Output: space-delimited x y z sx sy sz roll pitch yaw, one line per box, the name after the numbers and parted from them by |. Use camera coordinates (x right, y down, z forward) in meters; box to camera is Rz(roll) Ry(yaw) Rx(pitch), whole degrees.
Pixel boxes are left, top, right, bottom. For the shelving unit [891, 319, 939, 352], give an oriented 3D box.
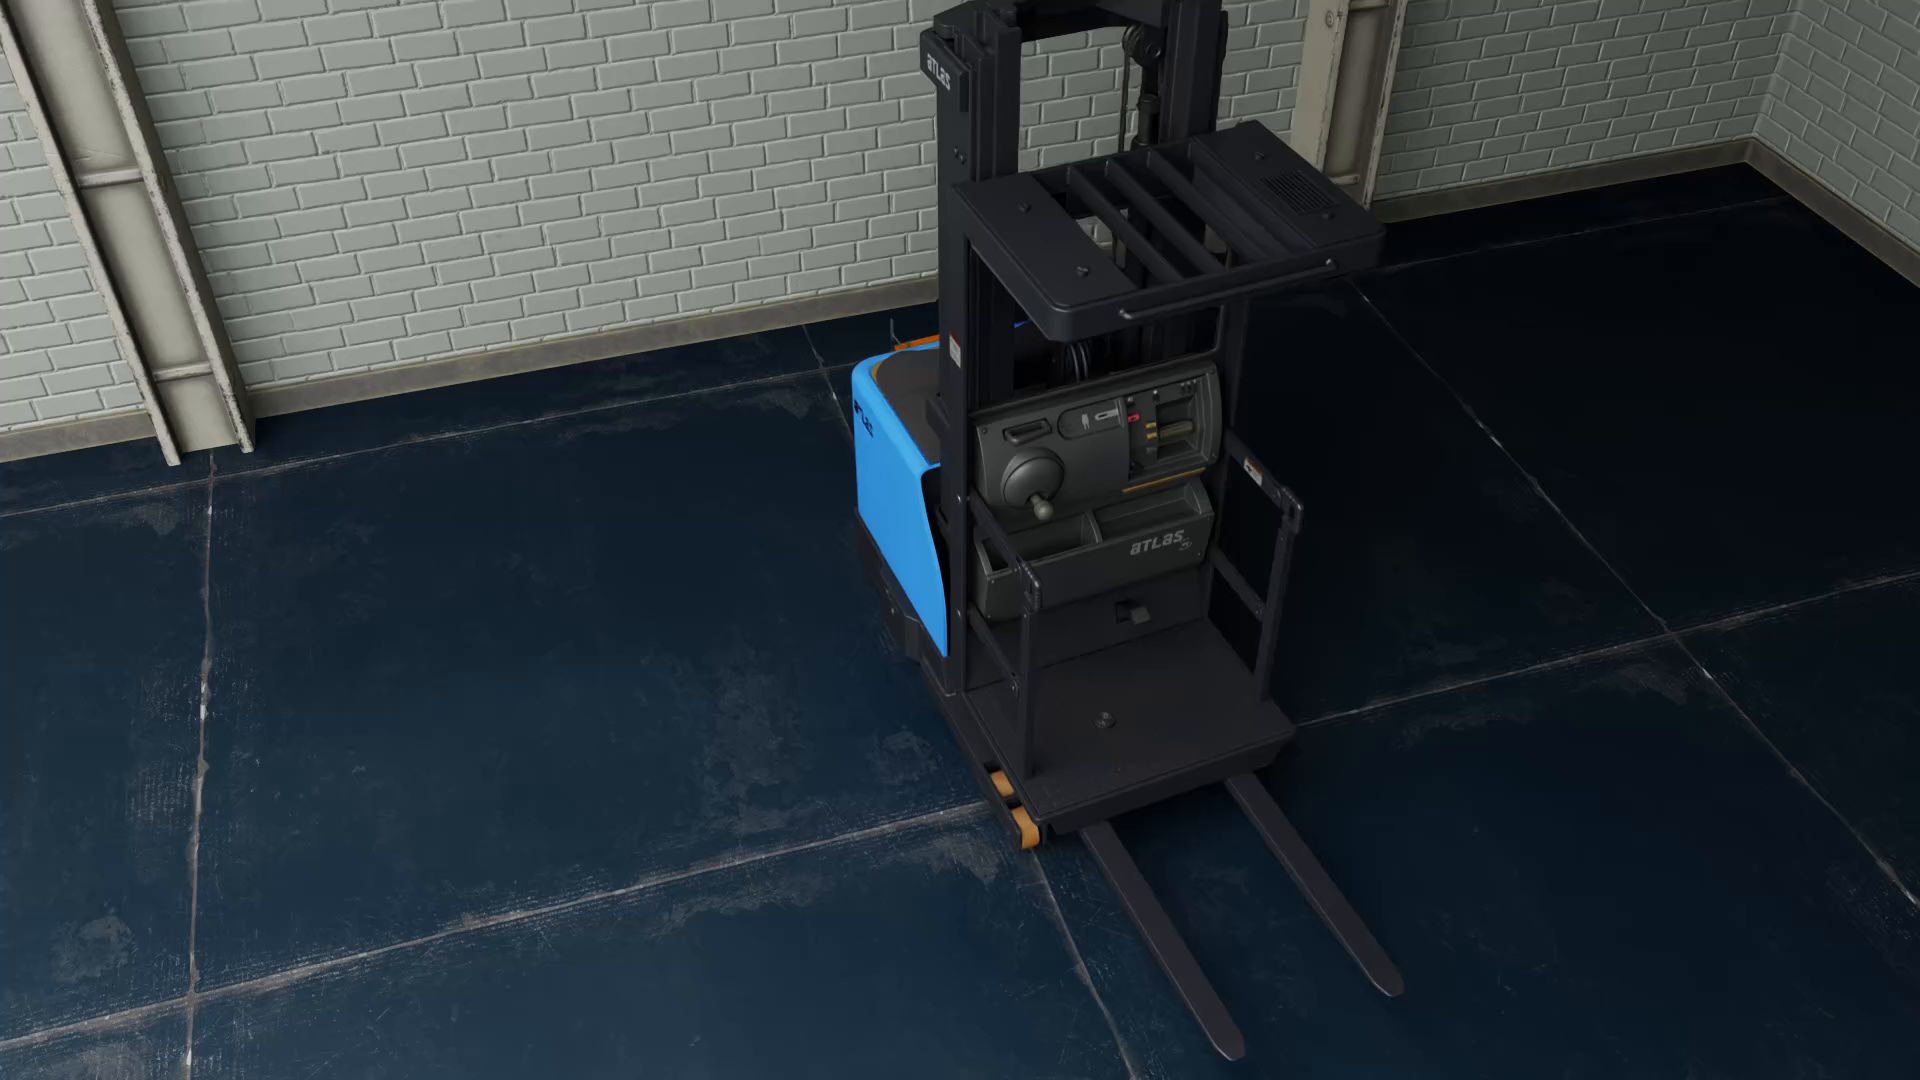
-0.141 -0.520 7.397 0.252 1.050 0.215 -16 44 -18 | shelving unit

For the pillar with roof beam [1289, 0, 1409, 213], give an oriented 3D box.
3.347 -2.364 3.466 0.400 9.000 9.100 -12 42 -13 | pillar with roof beam

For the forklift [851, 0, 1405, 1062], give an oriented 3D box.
0.583 -0.262 5.672 1.130 2.935 3.031 -16 44 -17 | forklift

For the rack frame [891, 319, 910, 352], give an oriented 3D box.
-0.252 -0.487 7.360 0.008 1.050 0.200 -16 44 -18 | rack frame

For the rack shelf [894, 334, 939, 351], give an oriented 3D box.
-0.141 -0.726 7.217 0.240 0.259 0.215 -16 44 -18 | rack shelf

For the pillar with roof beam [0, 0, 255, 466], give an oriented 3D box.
-2.376 -1.179 2.109 0.400 9.000 9.100 -12 42 -13 | pillar with roof beam
